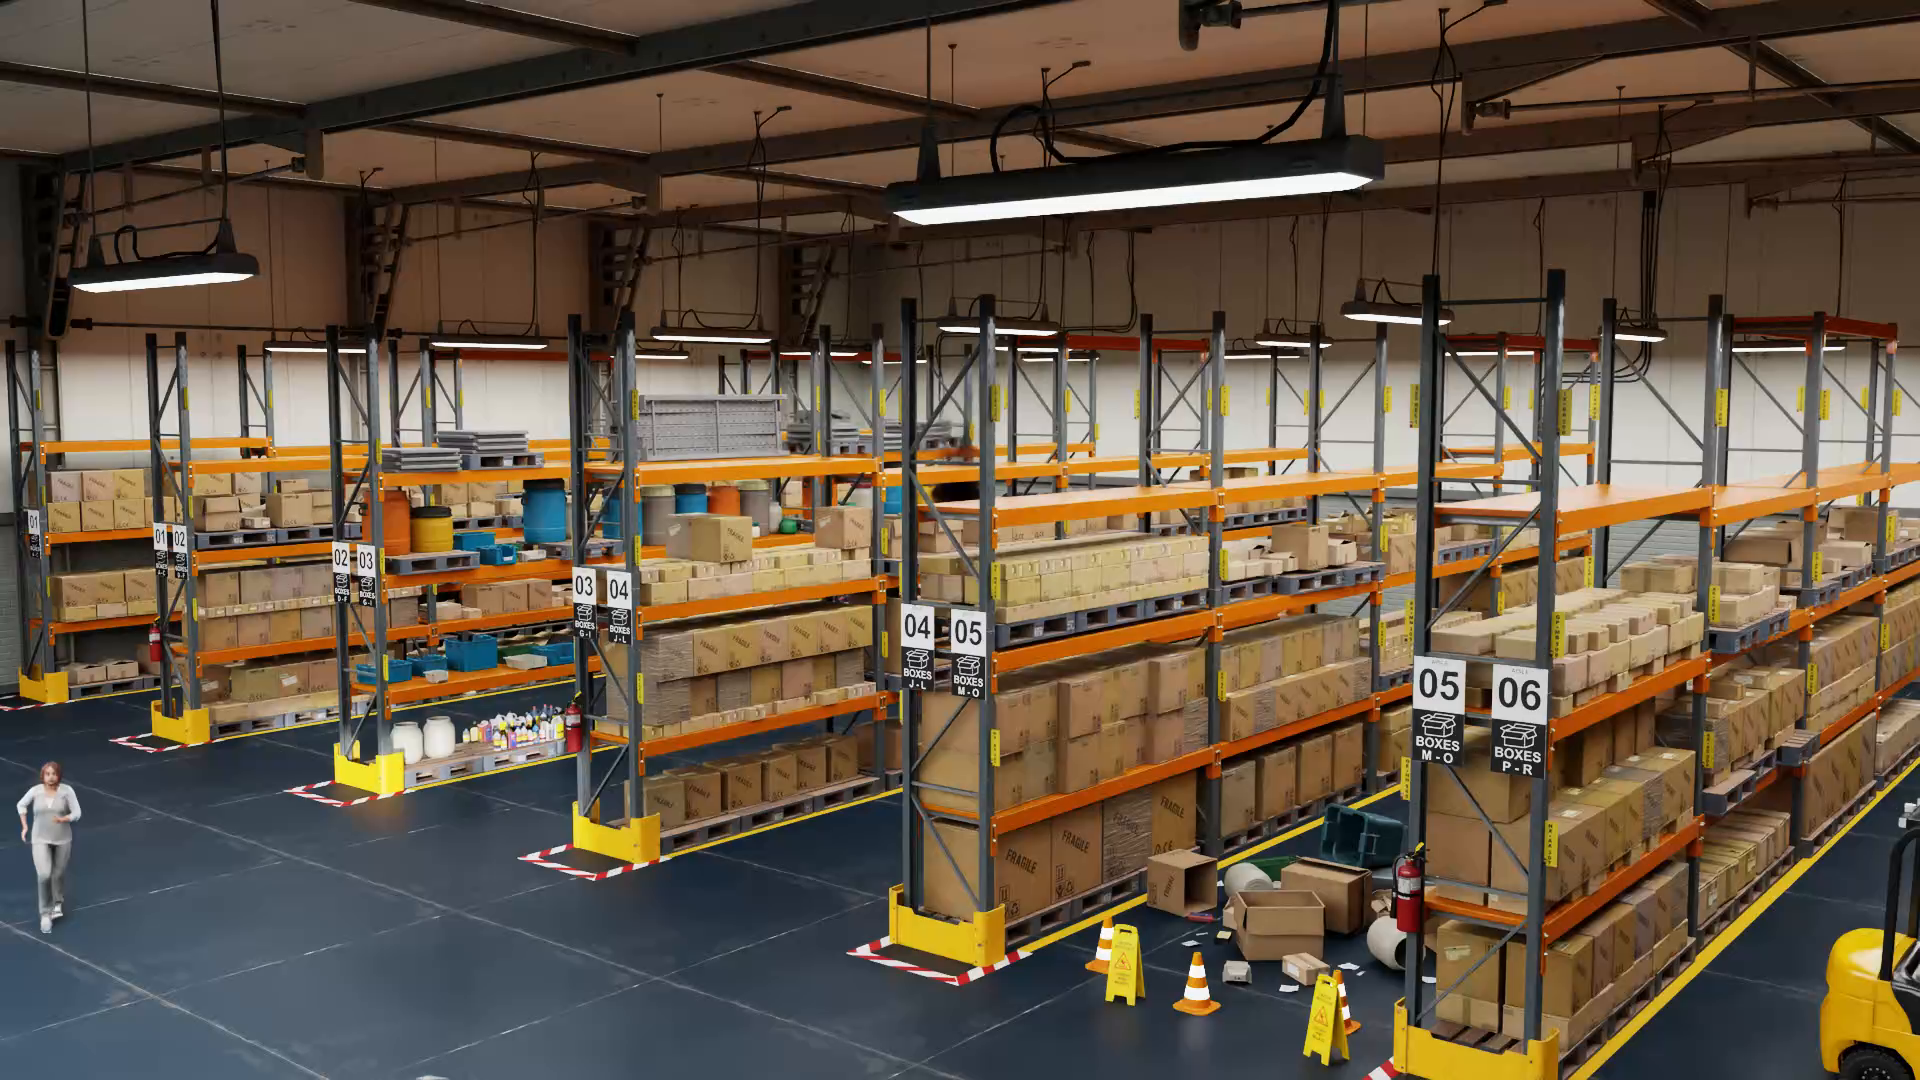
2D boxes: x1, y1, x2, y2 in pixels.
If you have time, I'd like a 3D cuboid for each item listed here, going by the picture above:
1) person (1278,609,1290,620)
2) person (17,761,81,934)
[{"bbox_3d":[5.225,1.909,26.894,0.555,1.720,0.841,4,6,34],"label":"person"},{"bbox_3d":[-8.728,2.929,15.981,0.515,1.621,0.650,-3,6,-33],"label":"person"}]
